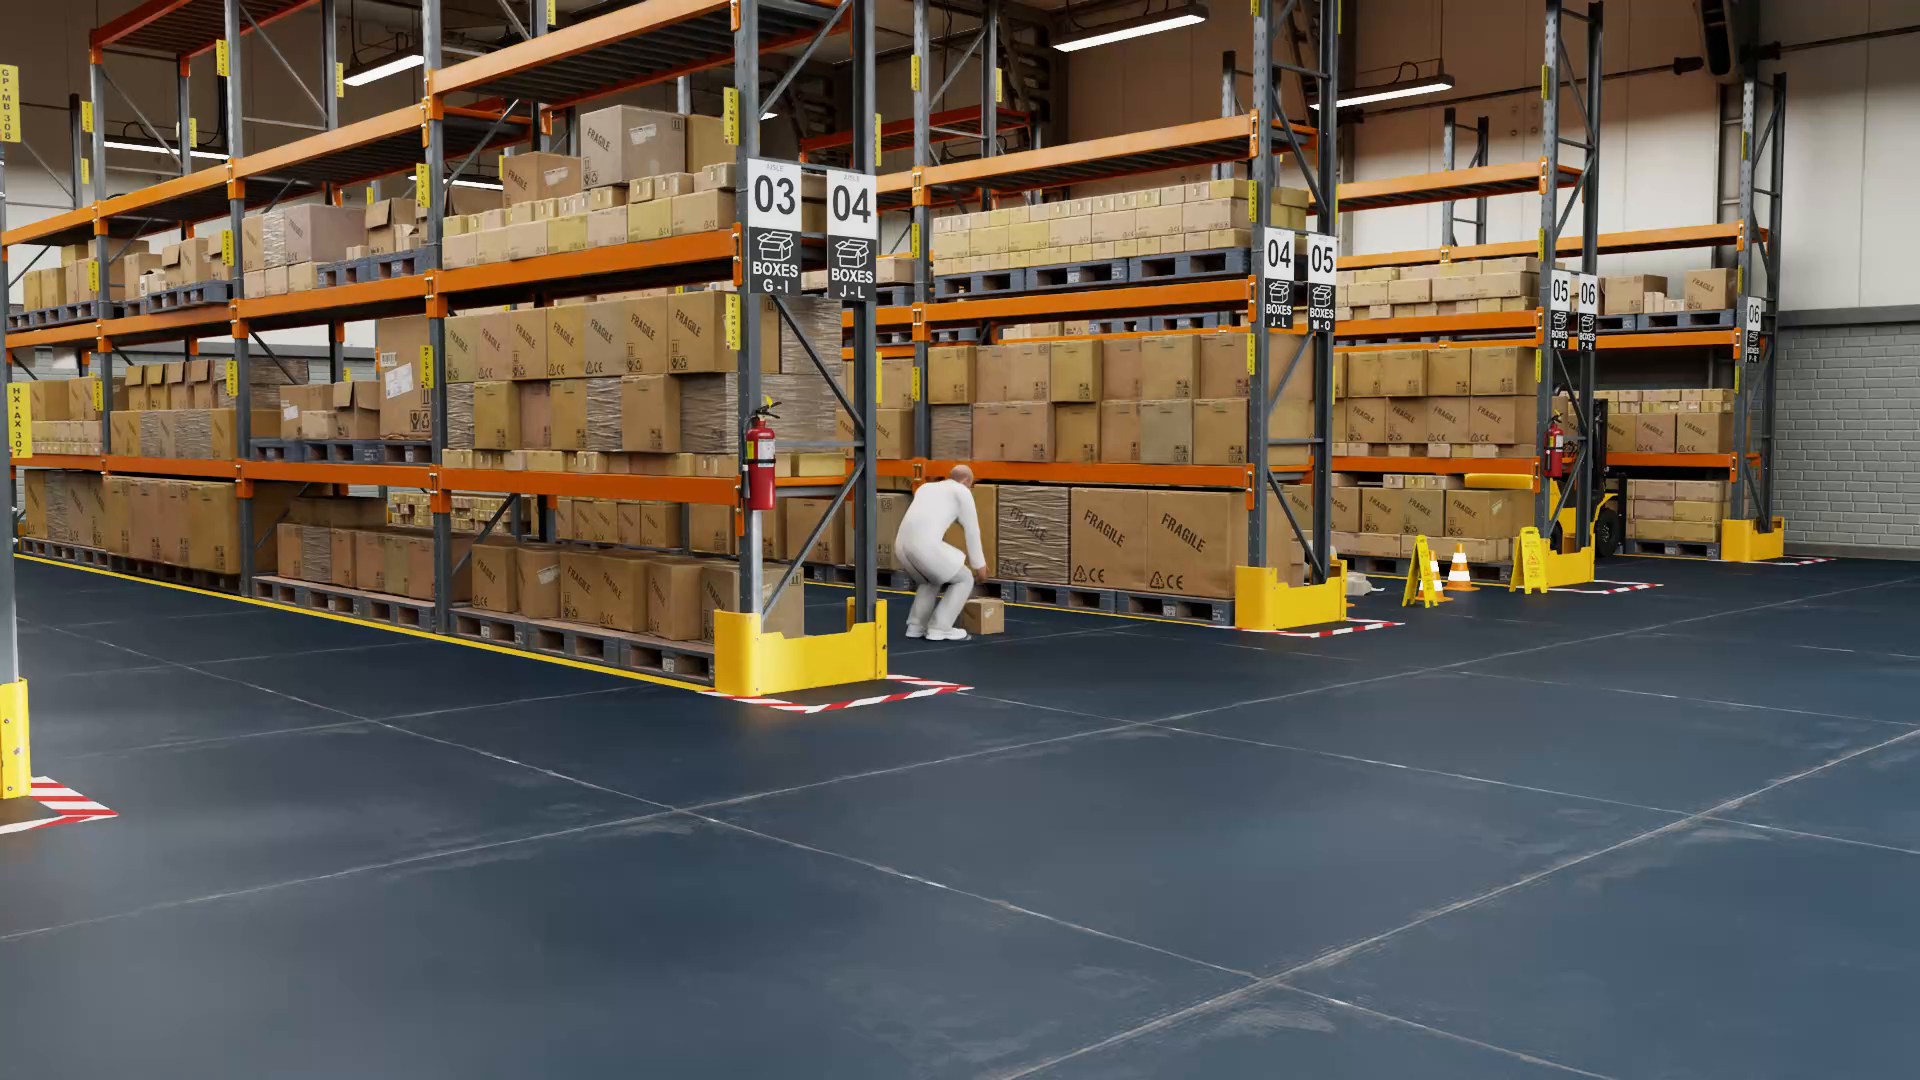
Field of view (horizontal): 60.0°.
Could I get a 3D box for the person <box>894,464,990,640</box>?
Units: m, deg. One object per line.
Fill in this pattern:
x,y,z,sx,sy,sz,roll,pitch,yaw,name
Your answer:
-0.179,0.093,12.818,0.767,1.318,0.634,-4,5,-43,person
